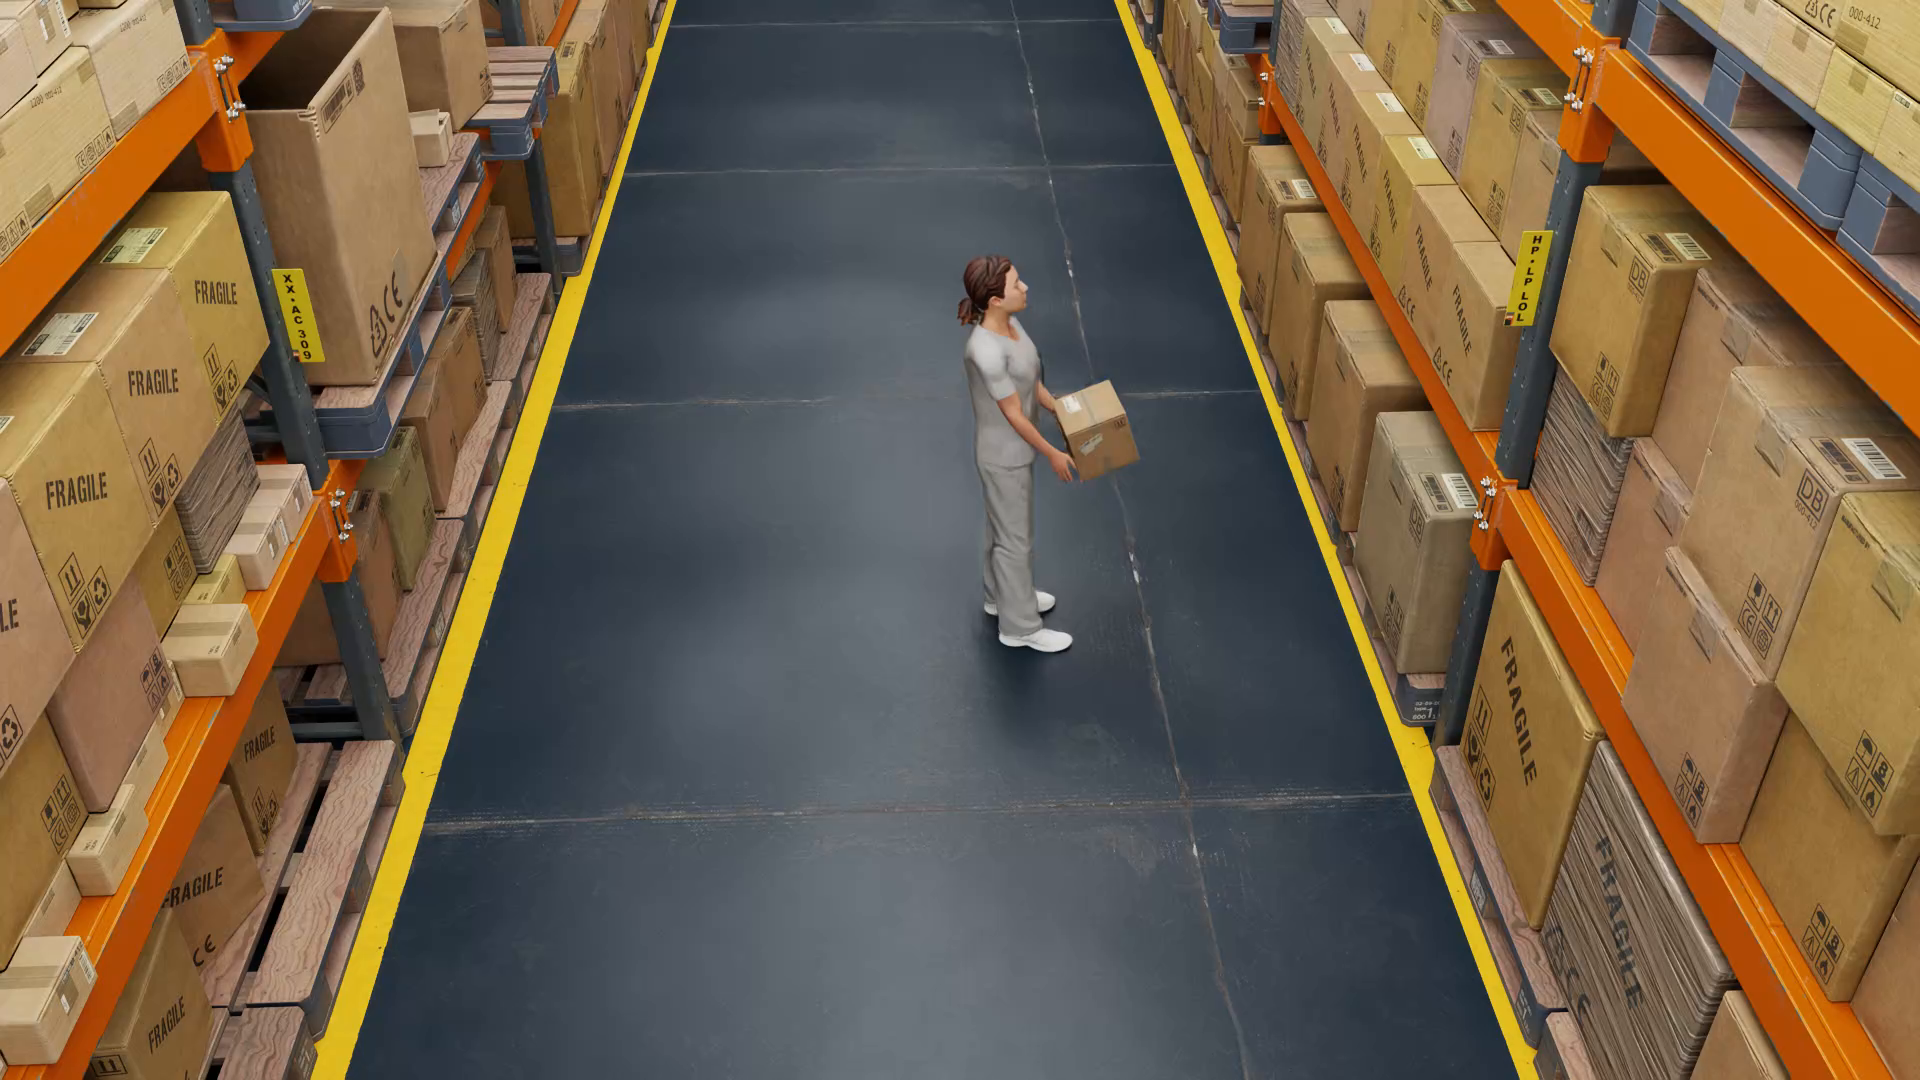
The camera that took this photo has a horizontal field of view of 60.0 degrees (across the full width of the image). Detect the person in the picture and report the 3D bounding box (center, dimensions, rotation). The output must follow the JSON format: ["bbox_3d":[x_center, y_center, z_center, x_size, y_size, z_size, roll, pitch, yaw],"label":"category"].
[{"bbox_3d":[0.237,-0.356,6.644,0.522,1.675,0.475,5,36,7],"label":"person"}]
